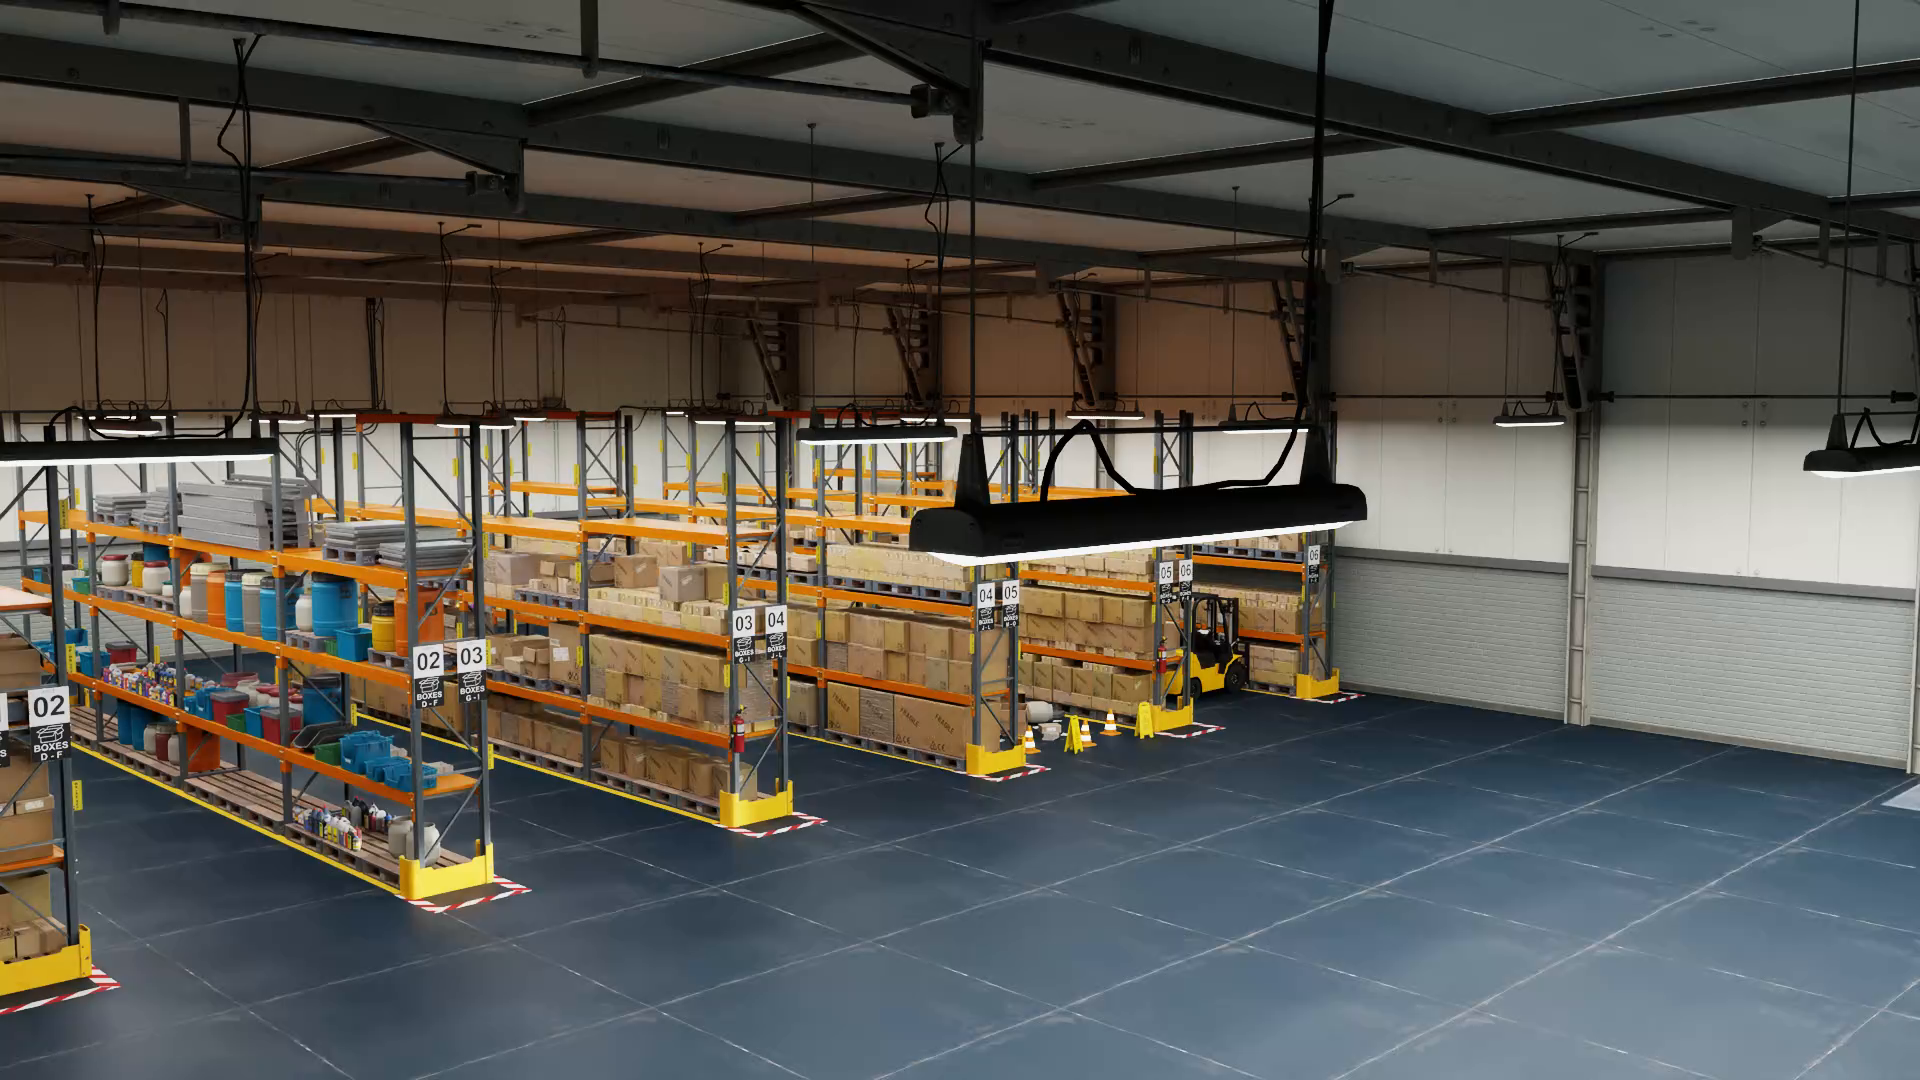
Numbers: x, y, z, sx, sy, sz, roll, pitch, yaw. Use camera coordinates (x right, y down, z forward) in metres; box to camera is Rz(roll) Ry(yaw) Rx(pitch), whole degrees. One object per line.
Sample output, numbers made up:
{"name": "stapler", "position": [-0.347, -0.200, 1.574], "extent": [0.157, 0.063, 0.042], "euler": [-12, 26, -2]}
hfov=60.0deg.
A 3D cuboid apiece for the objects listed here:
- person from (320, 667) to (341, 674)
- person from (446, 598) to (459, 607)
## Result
{"name": "person", "position": [-11.724, 2.779, 31.413], "extent": [0.586, 1.693, 0.809], "euler": [-4, 7, -41]}
{"name": "person", "position": [-11.882, 2.105, 38.804], "extent": [0.762, 1.736, 0.764], "euler": [-1, 5, -6]}
